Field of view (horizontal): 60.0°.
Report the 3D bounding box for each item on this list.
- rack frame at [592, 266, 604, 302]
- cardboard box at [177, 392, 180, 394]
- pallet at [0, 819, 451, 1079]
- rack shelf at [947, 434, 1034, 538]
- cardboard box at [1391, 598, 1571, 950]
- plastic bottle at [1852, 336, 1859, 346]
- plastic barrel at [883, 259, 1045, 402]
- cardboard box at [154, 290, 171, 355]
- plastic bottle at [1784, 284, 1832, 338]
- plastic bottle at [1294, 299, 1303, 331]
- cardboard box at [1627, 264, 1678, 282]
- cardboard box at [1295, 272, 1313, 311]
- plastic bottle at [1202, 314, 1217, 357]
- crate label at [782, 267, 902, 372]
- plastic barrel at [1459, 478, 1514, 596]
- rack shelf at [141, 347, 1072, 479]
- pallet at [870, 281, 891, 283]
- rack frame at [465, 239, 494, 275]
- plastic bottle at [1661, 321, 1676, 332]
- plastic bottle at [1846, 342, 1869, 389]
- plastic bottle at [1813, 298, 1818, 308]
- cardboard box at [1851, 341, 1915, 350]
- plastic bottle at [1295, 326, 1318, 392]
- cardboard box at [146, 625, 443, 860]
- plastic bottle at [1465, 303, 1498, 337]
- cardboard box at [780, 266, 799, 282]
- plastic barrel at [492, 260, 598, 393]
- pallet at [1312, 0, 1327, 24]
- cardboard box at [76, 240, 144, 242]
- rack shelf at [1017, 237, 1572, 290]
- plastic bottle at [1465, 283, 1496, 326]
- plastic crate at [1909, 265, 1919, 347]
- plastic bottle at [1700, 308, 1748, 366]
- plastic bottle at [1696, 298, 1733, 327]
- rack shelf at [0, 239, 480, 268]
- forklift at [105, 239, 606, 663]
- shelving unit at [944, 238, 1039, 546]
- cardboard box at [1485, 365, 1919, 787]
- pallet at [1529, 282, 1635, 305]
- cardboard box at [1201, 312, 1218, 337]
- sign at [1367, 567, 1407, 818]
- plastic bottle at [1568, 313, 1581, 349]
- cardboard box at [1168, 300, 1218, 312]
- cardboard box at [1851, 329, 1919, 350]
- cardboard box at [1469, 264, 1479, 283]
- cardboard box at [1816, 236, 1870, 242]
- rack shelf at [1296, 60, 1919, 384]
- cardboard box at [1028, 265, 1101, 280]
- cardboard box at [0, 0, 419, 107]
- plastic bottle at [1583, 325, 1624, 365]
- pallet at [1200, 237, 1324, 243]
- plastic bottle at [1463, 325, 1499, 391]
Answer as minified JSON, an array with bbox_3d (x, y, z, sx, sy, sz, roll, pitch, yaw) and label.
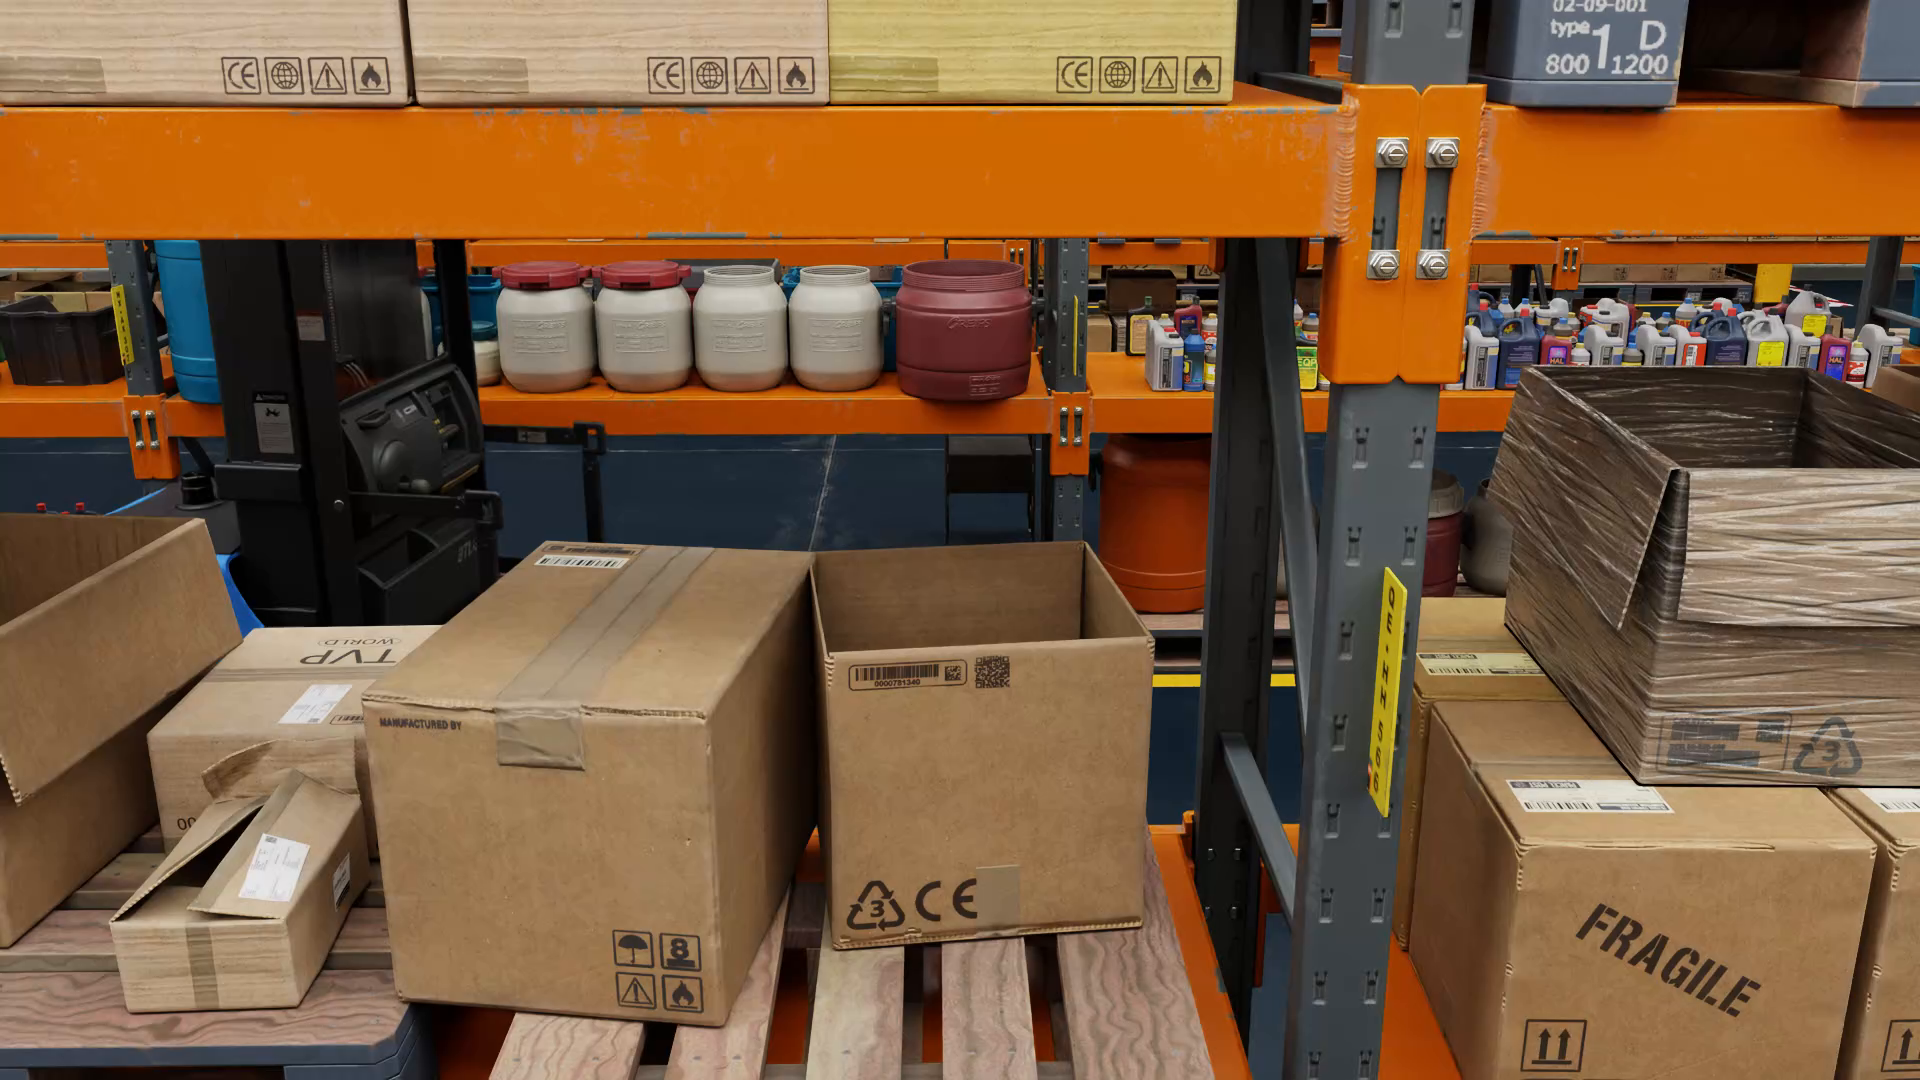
[{"bbox_3d":[-3.681,-3.967,17.002,0.127,3.000,1.000,0,18,-1],"label":"rack frame"},{"bbox_3d":[-5.559,-1.266,12.399,0.500,0.250,0.500,0,18,-1],"label":"cardboard box"},{"bbox_3d":[-1.425,0.666,2.875,1.213,0.211,1.003,0,18,-1],"label":"pallet"},{"bbox_3d":[0.166,-0.321,9.447,0.480,0.518,0.431,0,18,-1],"label":"rack shelf"},{"bbox_3d":[1.043,0.427,3.142,0.500,0.500,0.500,0,18,1],"label":"cardboard box"},{"bbox_3d":[4.065,-0.822,7.525,0.097,0.201,0.097,0,18,0],"label":"plastic bottle"},{"bbox_3d":[0.016,-0.930,7.314,0.708,0.536,0.600,0,18,-1],"label":"plastic barrel"},{"bbox_3d":[-5.559,-1.623,12.283,0.500,0.500,0.500,0,18,-1],"label":"cardboard box"},{"bbox_3d":[4.077,-1.053,8.000,0.185,0.351,0.144,0,18,-1],"label":"plastic bottle"},{"bbox_3d":[1.609,-1.029,8.055,0.097,0.271,0.097,0,18,0],"label":"plastic bottle"},{"bbox_3d":[7.119,-2.998,17.387,0.500,0.500,0.700,0,18,-1],"label":"cardboard box"},{"bbox_3d":[2.411,-1.933,12.808,0.500,0.250,0.500,-1,18,-2],"label":"cardboard box"},{"bbox_3d":[1.219,-0.994,8.060,0.097,0.201,0.097,0,18,0],"label":"plastic bottle"},{"bbox_3d":[-0.522,-1.055,7.867,0.616,0.435,0.502,0,18,-1],"label":"crate label"},{"bbox_3d":[2.656,-0.018,8.080,0.421,0.512,0.421,0,18,0],"label":"plastic barrel"},{"bbox_3d":[-1.525,-0.608,7.710,4.000,0.370,1.077,0,18,-1],"label":"rack shelf"},{"bbox_3d":[-0.463,-2.655,17.478,1.213,0.211,1.003,0,18,-1],"label":"pallet"},{"bbox_3d":[-3.599,-2.454,12.286,0.127,3.000,1.000,0,18,-1],"label":"rack frame"},{"bbox_3d":[3.196,-0.851,7.501,0.097,0.271,0.097,0,18,0],"label":"plastic bottle"},{"bbox_3d":[3.970,-0.775,7.379,0.097,0.201,0.097,0,18,0],"label":"plastic bottle"},{"bbox_3d":[4.101,-1.052,8.108,0.133,0.283,0.061,0,18,-1],"label":"plastic bottle"},{"bbox_3d":[6.910,-1.338,12.590,0.500,0.250,0.500,0,18,-1],"label":"cardboard box"},{"bbox_3d":[1.510,-0.797,7.312,0.133,0.283,0.061,0,18,-1],"label":"plastic bottle"},{"bbox_3d":[-1.126,0.362,3.067,0.500,0.250,0.500,-1,18,-2],"label":"cardboard box"},{"bbox_3d":[2.322,-0.892,7.498,0.185,0.351,0.144,0,18,-1],"label":"plastic bottle"},{"bbox_3d":[-1.918,-3.002,17.368,0.500,0.500,0.700,0,18,0],"label":"cardboard box"},{"bbox_3d":[-1.831,-0.947,7.365,0.433,0.535,0.433,0,18,0],"label":"plastic barrel"},{"bbox_3d":[2.710,-3.843,12.015,1.003,0.211,1.213,0,18,-1],"label":"pallet"},{"bbox_3d":[-6.110,-2.485,12.220,0.500,0.500,0.700,0,18,0],"label":"cardboard box"},{"bbox_3d":[2.401,-2.140,12.486,4.000,0.370,1.077,0,18,-1],"label":"rack shelf"},{"bbox_3d":[2.494,-1.064,8.034,0.185,0.351,0.144,0,18,-1],"label":"plastic bottle"},{"bbox_3d":[4.936,-1.107,8.015,0.575,0.384,0.392,0,18,-1],"label":"plastic crate"},{"bbox_3d":[3.376,-0.851,7.369,0.185,0.351,0.144,0,18,-1],"label":"plastic bottle"},{"bbox_3d":[3.640,-1.033,8.059,0.135,0.276,0.152,0,18,-1],"label":"plastic bottle"},{"bbox_3d":[-5.599,-2.101,12.365,4.000,0.370,1.077,0,18,-1],"label":"rack shelf"},{"bbox_3d":[-1.798,-0.425,6.074,3.031,2.935,1.130,3,18,8],"label":"forklift"},{"bbox_3d":[0.166,-1.001,9.229,0.503,2.100,0.431,0,18,-1],"label":"shelving unit"},{"bbox_3d":[1.285,0.029,2.741,0.637,0.503,0.797,0,18,1],"label":"cardboard box"},{"bbox_3d":[6.303,-2.664,17.506,1.213,0.211,1.003,0,18,-1],"label":"pallet"},{"bbox_3d":[1.885,-1.412,12.411,0.500,0.500,0.500,-1,18,-2],"label":"cardboard box"},{"bbox_3d":[0.571,0.205,2.233,0.005,0.325,0.100,0,18,-1],"label":"sign"},{"bbox_3d":[2.964,-1.002,8.086,0.097,0.201,0.097,0,18,0],"label":"plastic bottle"},{"bbox_3d":[1.850,-1.571,12.905,0.500,0.500,0.500,-1,18,-3],"label":"cardboard box"},{"bbox_3d":[7.352,-1.493,13.073,0.500,0.250,0.500,0,18,-1],"label":"cardboard box"},{"bbox_3d":[5.068,-2.987,17.354,0.500,0.500,0.700,0,18,0],"label":"cardboard box"},{"bbox_3d":[6.435,-2.467,12.164,0.500,0.500,0.500,-1,18,-2],"label":"cardboard box"},{"bbox_3d":[2.553,-0.543,2.596,4.000,0.370,1.077,0,18,-1],"label":"rack shelf"},{"bbox_3d":[1.056,-3.126,17.212,0.750,0.750,0.750,-1,18,-2],"label":"cardboard box"},{"bbox_3d":[-0.916,-0.719,2.213,0.500,0.250,0.500,0,18,1],"label":"cardboard box"},{"bbox_3d":[2.850,-0.814,7.377,0.135,0.276,0.152,0,18,-1],"label":"plastic bottle"},{"bbox_3d":[2.345,-2.392,12.409,1.213,0.211,1.003,0,18,-1],"label":"pallet"},{"bbox_3d":[2.300,-0.811,7.368,0.135,0.276,0.152,0,18,-1],"label":"plastic bottle"}]
